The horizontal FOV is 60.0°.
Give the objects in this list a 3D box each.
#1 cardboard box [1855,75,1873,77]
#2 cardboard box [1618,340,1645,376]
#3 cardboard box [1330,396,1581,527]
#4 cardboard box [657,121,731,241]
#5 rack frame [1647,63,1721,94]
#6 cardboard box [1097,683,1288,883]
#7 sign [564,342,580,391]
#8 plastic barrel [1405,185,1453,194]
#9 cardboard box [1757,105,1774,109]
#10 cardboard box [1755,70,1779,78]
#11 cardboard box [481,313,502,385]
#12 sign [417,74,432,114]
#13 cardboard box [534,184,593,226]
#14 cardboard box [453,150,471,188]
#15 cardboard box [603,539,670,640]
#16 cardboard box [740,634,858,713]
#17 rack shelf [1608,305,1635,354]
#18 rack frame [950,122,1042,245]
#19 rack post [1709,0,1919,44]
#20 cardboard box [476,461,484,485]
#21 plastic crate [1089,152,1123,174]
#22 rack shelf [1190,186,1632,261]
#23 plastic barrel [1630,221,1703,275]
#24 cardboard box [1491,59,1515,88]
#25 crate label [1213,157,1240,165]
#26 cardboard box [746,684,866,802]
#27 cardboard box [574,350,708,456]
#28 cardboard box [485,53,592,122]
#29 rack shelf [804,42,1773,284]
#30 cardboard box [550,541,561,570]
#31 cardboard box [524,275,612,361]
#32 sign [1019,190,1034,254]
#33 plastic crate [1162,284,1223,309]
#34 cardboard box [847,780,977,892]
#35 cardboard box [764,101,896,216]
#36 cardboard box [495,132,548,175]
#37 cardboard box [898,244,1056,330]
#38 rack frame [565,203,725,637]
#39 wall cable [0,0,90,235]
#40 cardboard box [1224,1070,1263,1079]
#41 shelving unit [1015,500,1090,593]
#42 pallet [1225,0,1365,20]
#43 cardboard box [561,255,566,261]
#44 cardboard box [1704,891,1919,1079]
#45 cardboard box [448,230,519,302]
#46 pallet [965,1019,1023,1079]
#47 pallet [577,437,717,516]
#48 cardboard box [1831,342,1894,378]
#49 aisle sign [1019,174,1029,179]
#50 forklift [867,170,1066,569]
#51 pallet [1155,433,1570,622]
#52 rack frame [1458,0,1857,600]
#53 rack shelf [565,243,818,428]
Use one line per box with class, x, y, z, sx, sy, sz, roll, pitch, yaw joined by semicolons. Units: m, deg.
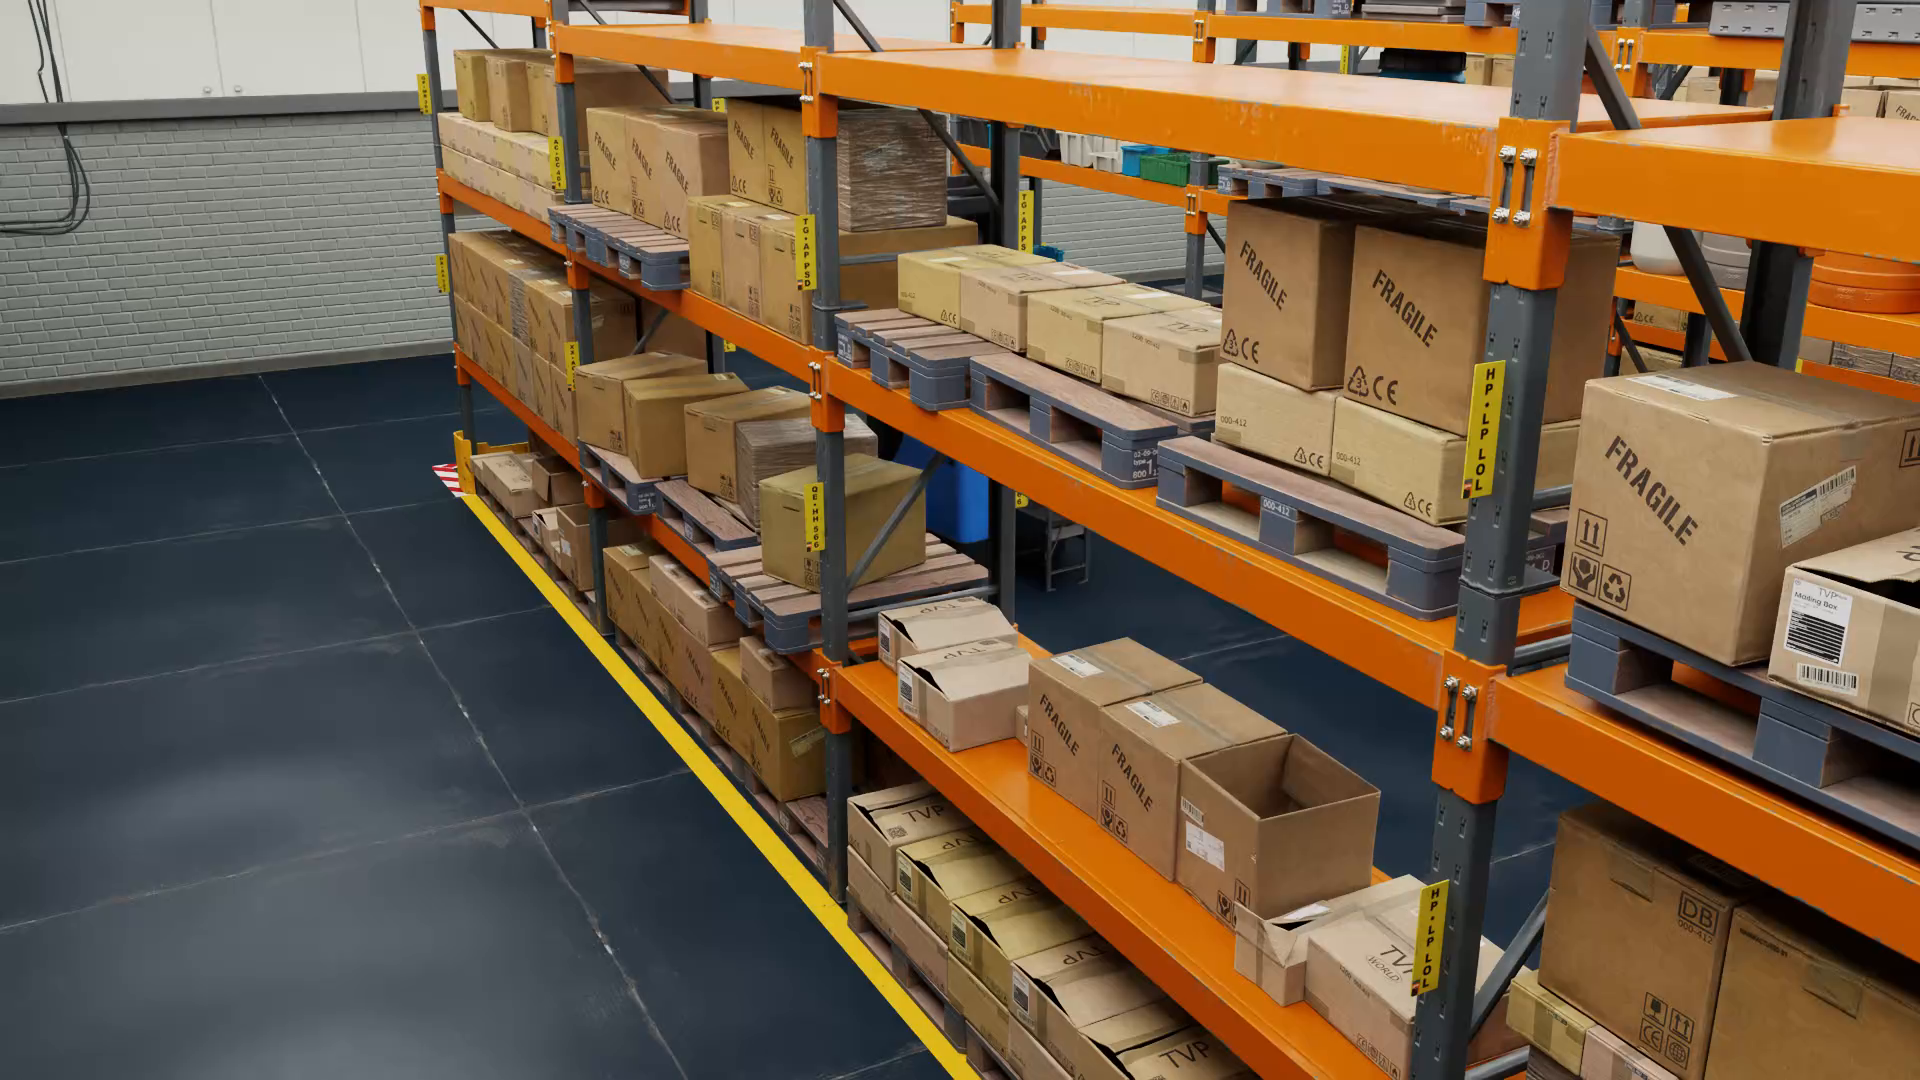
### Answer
cardboard box;10.148;-5.220;18.414;0.380;0.149;0.250;-11;22;-29
cardboard box;6.383;-1.759;16.744;0.875;0.875;0.875;-10;21;-27
cardboard box;1.421;-0.257;4.766;0.500;0.250;0.500;-8;20;-21
cardboard box;-1.284;-2.002;9.287;0.600;0.600;0.600;-11;22;-29
rack frame;6.626;-5.199;14.903;1.000;3.000;0.127;-10;21;-27
cardboard box;0.866;0.901;6.267;0.500;0.500;0.500;-10;21;-27
sign;-2.568;-1.153;11.047;0.100;0.325;0.005;-10;21;-27
plastic barrel;3.192;-2.614;11.158;0.433;0.535;0.433;0;19;0
cardboard box;7.068;-3.609;14.385;0.500;0.311;0.500;-11;22;-29
cardboard box;9.597;-5.371;19.464;0.500;0.250;0.500;-10;21;-26
cardboard box;-3.529;-1.565;13.416;0.500;0.500;0.500;-10;21;-27
sign;-4.471;-3.725;13.890;0.100;0.325;0.005;-10;21;-27
cardboard box;-2.559;-2.275;11.258;0.500;0.250;0.500;-10;21;-27
cardboard box;-3.747;-2.993;13.337;0.500;0.250;0.500;-10;21;-27
cardboard box;-2.079;0.320;11.262;0.500;0.500;0.500;-11;22;-29
cardboard box;-0.876;0.690;9.041;0.500;0.250;0.500;-9;21;-25
rack shelf;5.676;-2.597;17.663;1.077;0.370;4.000;-10;21;-27
rack frame;0.368;-2.744;16.986;1.000;3.000;0.127;-10;21;-27
rack post;5.055;-2.782;7.591;1.013;1.000;3.121;-10;21;-27
cardboard box;-3.978;-0.602;14.445;0.380;0.166;0.250;-10;21;-27
plastic crate;1.328;-3.195;14.099;0.293;0.136;0.466;-10;21;-27
rack shelf;3.217;-2.100;11.622;1.077;0.370;4.000;-10;21;-27
plastic barrel;4.044;-1.782;9.427;0.421;0.512;0.421;0;19;0
cardboard box;5.827;-4.617;16.863;0.700;0.500;0.500;-9;21;-24
crate label;2.289;-3.075;13.749;0.293;0.136;0.466;-10;21;-27
cardboard box;-0.845;1.060;9.119;0.500;0.500;0.500;-9;21;-25
cardboard box;-2.066;-0.905;10.858;0.500;0.500;0.700;16;25;39
cardboard box;-3.241;-3.487;12.855;0.700;0.500;0.500;-10;21;-27
rack shelf;0.755;-1.414;5.650;1.077;0.370;4.000;-10;21;-27
cardboard box;-2.845;0.092;12.463;0.380;0.149;0.250;-10;21;-27
cardboard box;-2.808;-1.601;11.988;0.500;0.500;0.500;-10;22;-28
sign;0.298;-1.465;7.766;0.100;0.325;0.005;-10;21;-27
plastic crate;2.064;-1.950;14.493;0.402;0.464;0.583;-10;21;-27
cardboard box;-0.204;1.350;7.831;0.500;0.311;0.500;-9;21;-25
cardboard box;-0.638;-1.892;8.231;0.500;0.500;0.500;-10;21;-27
cardboard box;-3.034;-2.799;12.008;0.500;0.250;0.500;-10;21;-27
cardboard box;0.070;-1.106;7.225;0.500;0.250;0.500;-12;22;-31
rack frame;-2.094;-0.830;11.438;1.000;3.000;0.127;-10;21;-27
wall cable;-10.723;-4.257;16.932;3.097;2.526;0.112;-10;21;-27
cardboard box;1.008;2.083;5.709;0.500;0.311;0.500;-9;21;-25
shelving unit;0.678;-0.701;12.438;0.431;2.100;0.503;-13;23;-33
pallet;2.687;-3.921;12.101;1.003;0.211;1.213;-10;21;-27
cardboard box;-2.805;-1.972;13.063;0.500;0.500;0.500;-9;21;-25
cardboard box;2.162;1.077;3.768;0.700;0.500;0.500;-10;21;-27
cardboard box;-4.015;-2.330;14.099;0.500;0.500;0.500;-9;21;-25
pallet;0.737;2.229;6.849;1.003;0.211;1.213;-10;21;-27
pallet;-1.811;-0.493;10.755;1.003;0.211;1.213;-10;21;-27
cardboard box;7.592;-1.658;13.685;0.500;0.500;0.500;-11;22;-28
aisle sign;0.591;-4.039;16.753;0.394;0.787;0.004;-10;21;-27
forklift;-0.425;-1.553;13.640;1.130;2.935;3.031;-13;23;-33
pallet;1.275;-0.112;5.052;0.805;0.209;1.217;-11;22;-29
rack frame;1.705;-1.369;3.804;1.000;3.000;0.127;-10;21;-27
rack shelf;-1.144;-1.334;9.402;1.077;0.370;4.000;-10;21;-27
